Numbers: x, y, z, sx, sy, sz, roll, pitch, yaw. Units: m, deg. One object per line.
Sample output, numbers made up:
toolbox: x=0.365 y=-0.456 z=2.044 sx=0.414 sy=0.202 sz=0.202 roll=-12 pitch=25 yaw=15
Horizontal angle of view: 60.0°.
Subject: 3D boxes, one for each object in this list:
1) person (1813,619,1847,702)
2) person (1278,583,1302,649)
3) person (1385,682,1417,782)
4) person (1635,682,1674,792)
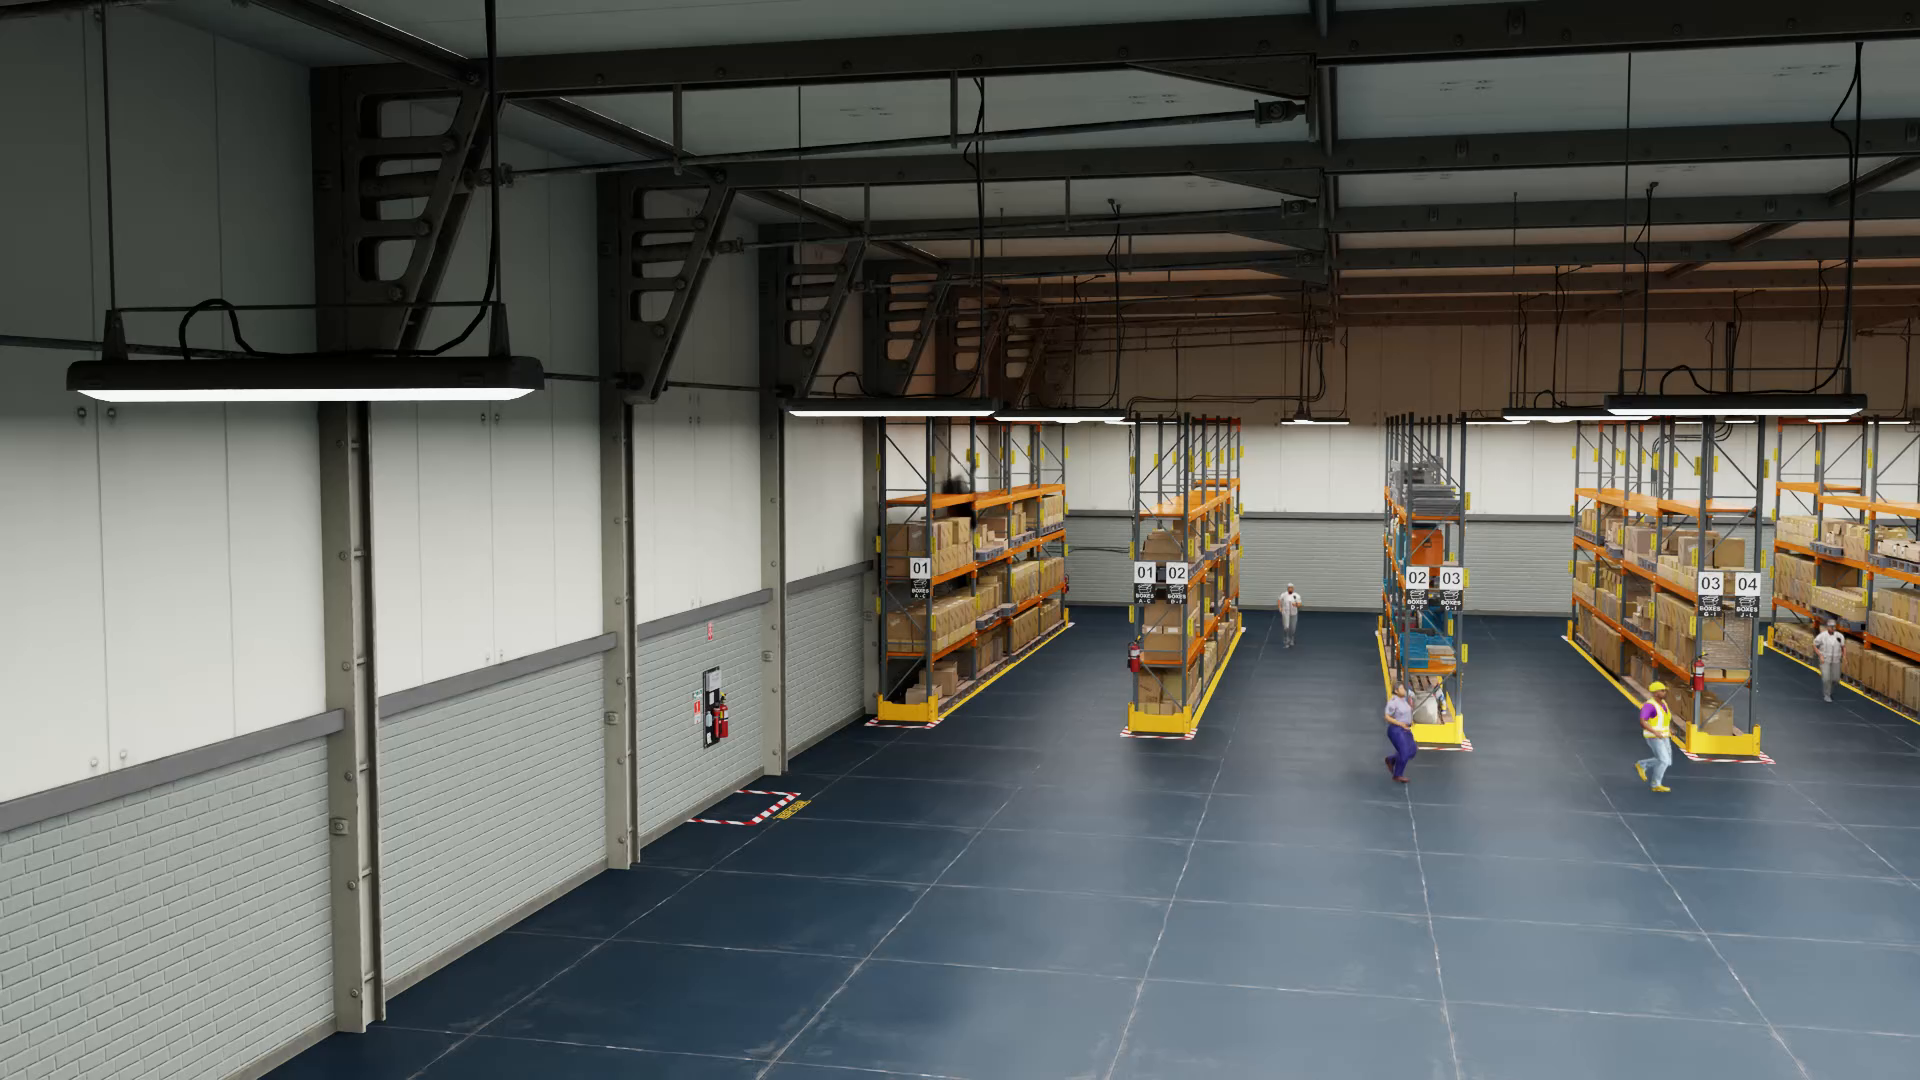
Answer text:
person: x=18.256 y=2.508 z=34.931 sx=0.645 sy=1.730 sz=0.633 roll=1 pitch=4 yaw=13
person: x=8.567 y=1.979 z=43.198 sx=0.577 sy=1.732 sz=0.750 roll=0 pitch=4 yaw=3
person: x=7.104 y=3.102 z=26.932 sx=0.575 sy=1.596 sz=0.604 roll=3 pitch=5 yaw=41
person: x=10.930 y=3.087 z=26.225 sx=0.749 sy=1.724 sz=0.622 roll=-4 pitch=5 yaw=-43
